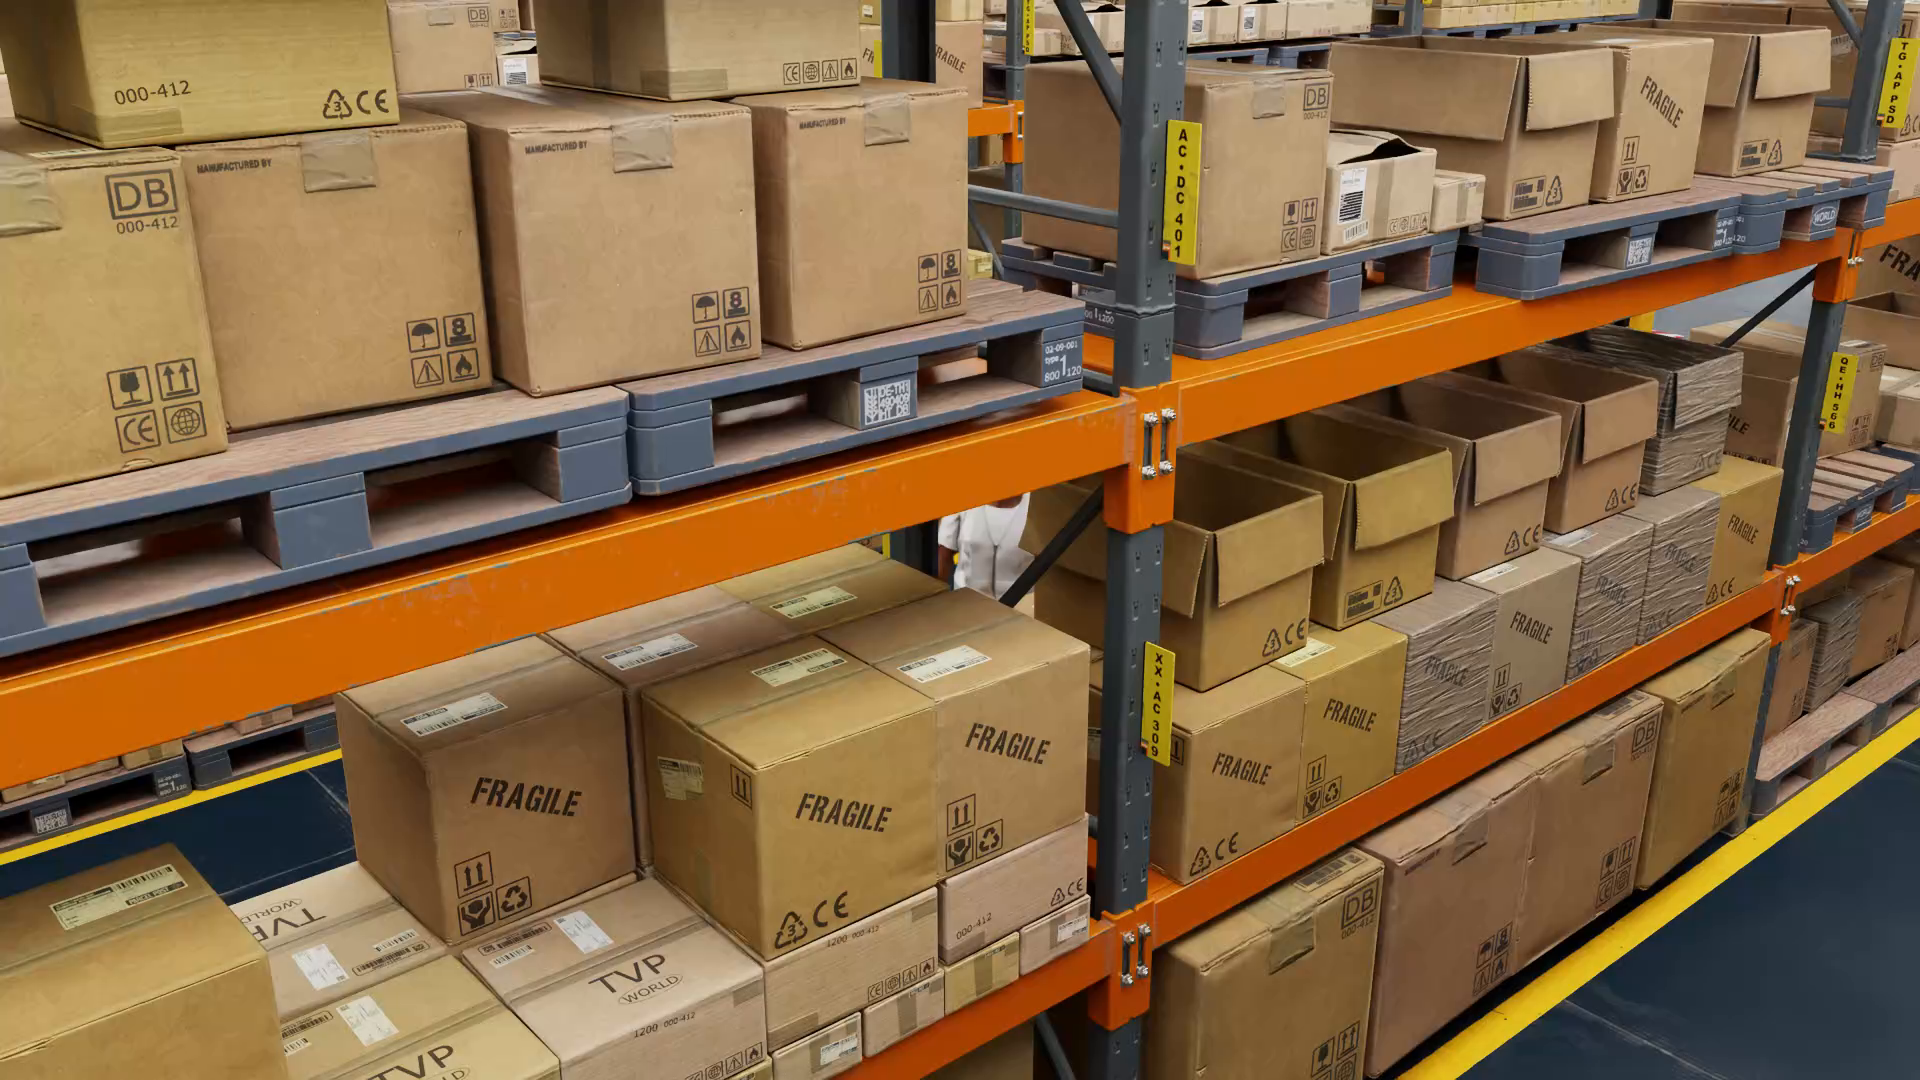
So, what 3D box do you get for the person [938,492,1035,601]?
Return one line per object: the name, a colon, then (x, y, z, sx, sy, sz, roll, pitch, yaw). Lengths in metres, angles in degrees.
person: (0.164, 0.347, 7.667, 0.603, 1.746, 0.805, 3, 21, 9)
